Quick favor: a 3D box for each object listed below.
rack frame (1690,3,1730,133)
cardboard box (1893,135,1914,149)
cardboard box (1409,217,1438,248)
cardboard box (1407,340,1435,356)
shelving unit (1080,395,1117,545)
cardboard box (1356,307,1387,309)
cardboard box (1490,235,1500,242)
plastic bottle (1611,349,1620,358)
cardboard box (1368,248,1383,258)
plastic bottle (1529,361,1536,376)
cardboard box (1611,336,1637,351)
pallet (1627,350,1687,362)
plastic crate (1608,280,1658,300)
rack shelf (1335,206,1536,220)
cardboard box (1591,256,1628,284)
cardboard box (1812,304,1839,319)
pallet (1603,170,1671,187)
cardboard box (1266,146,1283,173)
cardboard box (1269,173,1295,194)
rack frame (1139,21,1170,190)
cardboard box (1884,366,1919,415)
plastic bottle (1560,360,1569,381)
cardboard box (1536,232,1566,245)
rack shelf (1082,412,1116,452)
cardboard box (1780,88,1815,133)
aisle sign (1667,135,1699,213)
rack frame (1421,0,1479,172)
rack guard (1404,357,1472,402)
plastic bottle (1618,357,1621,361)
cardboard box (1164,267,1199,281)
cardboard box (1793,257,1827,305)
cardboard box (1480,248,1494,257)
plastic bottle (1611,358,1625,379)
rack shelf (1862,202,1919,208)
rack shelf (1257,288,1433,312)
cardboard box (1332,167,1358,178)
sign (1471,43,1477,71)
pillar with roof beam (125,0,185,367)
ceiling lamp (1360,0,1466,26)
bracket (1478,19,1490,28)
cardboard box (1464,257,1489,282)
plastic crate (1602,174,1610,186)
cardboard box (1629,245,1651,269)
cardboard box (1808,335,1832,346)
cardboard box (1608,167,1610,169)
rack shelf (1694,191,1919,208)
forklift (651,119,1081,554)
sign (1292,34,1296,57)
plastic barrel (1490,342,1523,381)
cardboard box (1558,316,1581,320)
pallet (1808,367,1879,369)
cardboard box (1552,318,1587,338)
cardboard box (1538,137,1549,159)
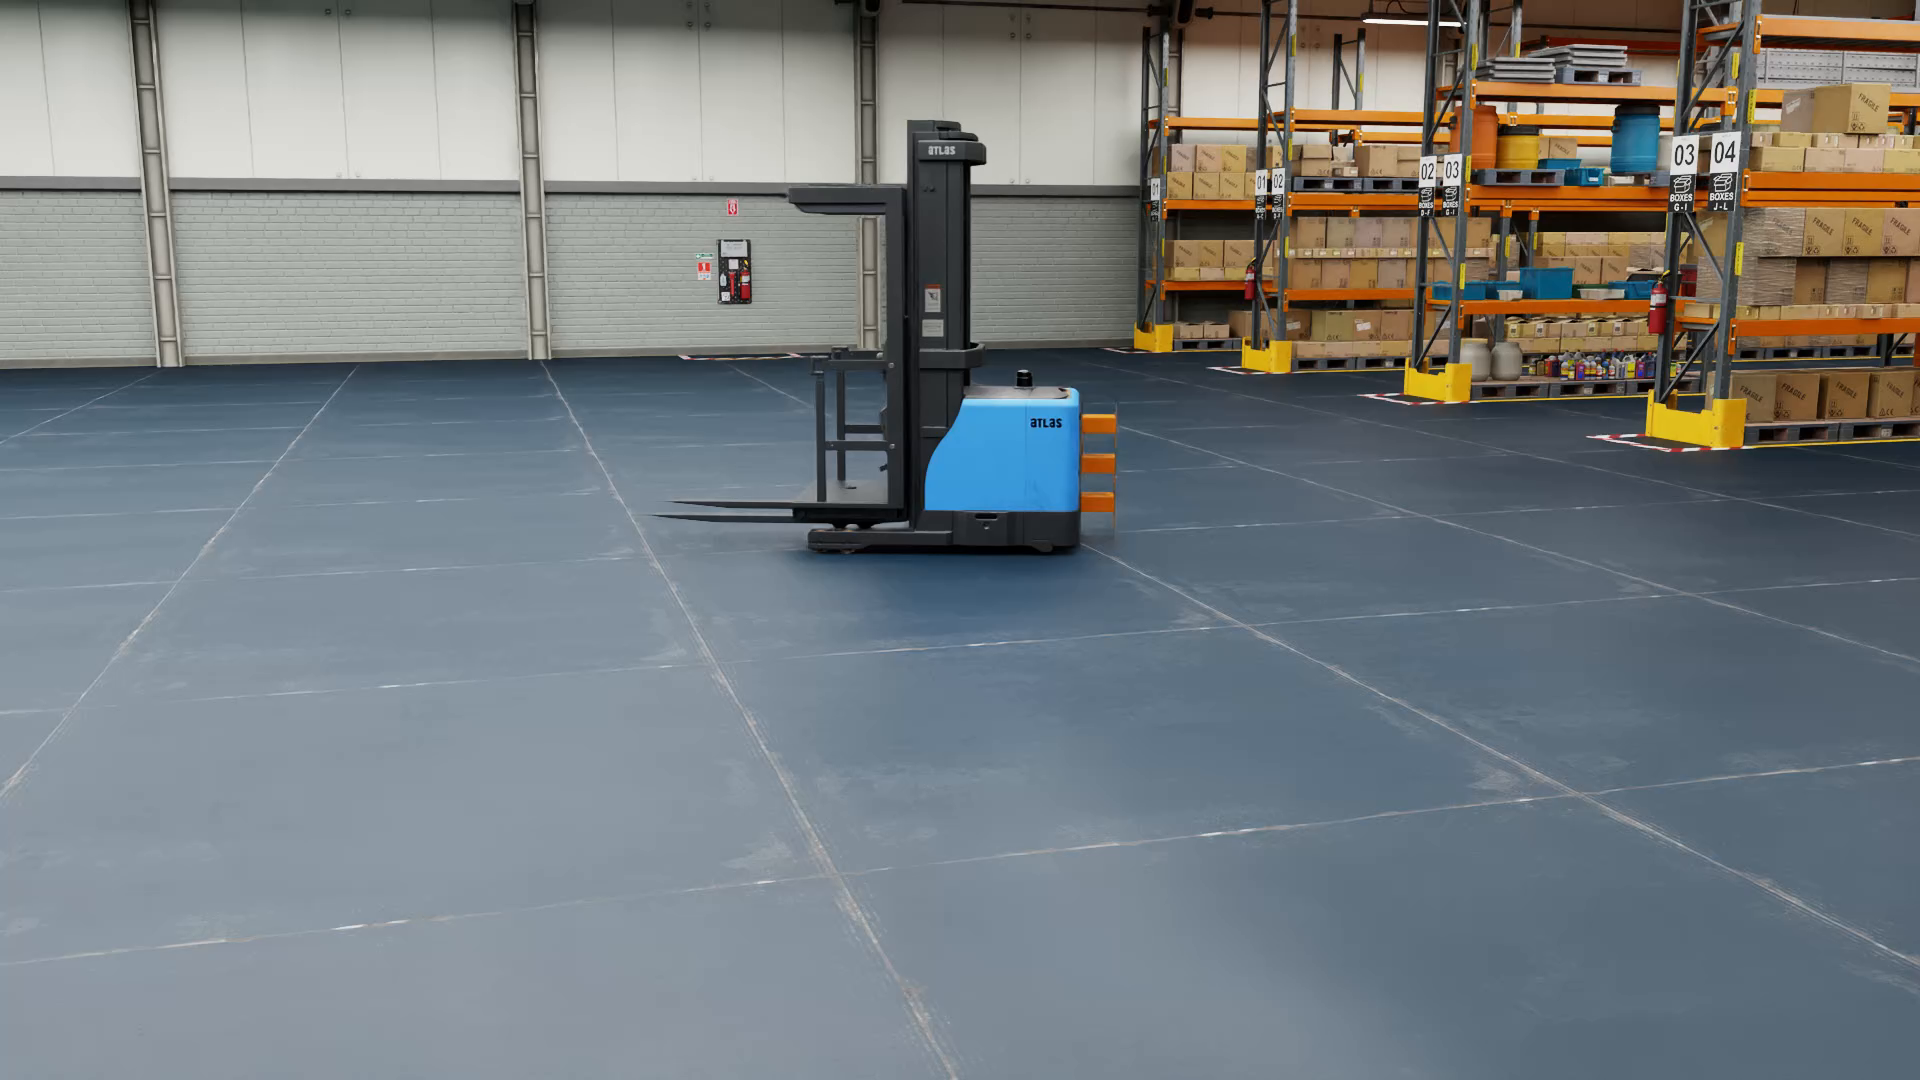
[{"bbox_3d":[12.695,-7.611,28.537,0.127,3.000,1.000,-3,11,-16],"label":"rack frame"},{"bbox_3d":[9.841,-4.201,17.611,0.250,0.149,0.380,-3,11,-18],"label":"cardboard box"},{"bbox_3d":[7.464,-5.071,27.449,0.500,0.500,0.700,-3,11,-16],"label":"cardboard box"},{"bbox_3d":[7.511,-3.200,27.578,0.500,0.250,0.500,-3,11,-16],"label":"cardboard box"},{"bbox_3d":[0.986,-0.501,11.868,0.252,1.050,0.215,1,10,4],"label":"shelving unit"},{"bbox_3d":[6.882,-3.636,27.877,0.500,0.500,0.500,-3,11,-16],"label":"cardboard box"},{"bbox_3d":[10.679,-6.065,33.423,0.250,0.149,0.380,-5,12,-25],"label":"cardboard box"},{"bbox_3d":[9.344,-2.542,23.672,0.185,0.351,0.144,-3,11,-14],"label":"plastic bottle"},{"bbox_3d":[6.686,-4.672,27.074,0.250,0.149,0.380,-3,11,-17],"label":"cardboard box"},{"bbox_3d":[8.035,-2.404,23.335,0.097,0.201,0.097,0,10,0],"label":"plastic bottle"},{"bbox_3d":[11.280,-3.395,28.635,0.500,0.250,0.500,-3,11,-15],"label":"cardboard box"},{"bbox_3d":[11.893,-3.255,29.143,1.213,0.211,1.003,-3,11,-16],"label":"pallet"},{"bbox_3d":[9.248,-3.421,22.755,0.616,0.251,0.499,-3,11,-16],"label":"plastic crate"},{"bbox_3d":[9.386,-6.542,33.000,4.000,0.370,1.077,-3,11,-16],"label":"rack shelf"},{"bbox_3d":[11.088,-4.622,28.594,0.500,0.500,0.500,-4,11,-19],"label":"cardboard box"},{"bbox_3d":[9.085,-2.430,17.657,0.250,0.149,0.380,-3,11,-16],"label":"cardboard box"},{"bbox_3d":[9.570,-4.926,22.757,1.003,0.211,1.213,-3,11,-16],"label":"pallet"},{"bbox_3d":[6.039,-7.215,31.576,0.500,0.500,0.500,-3,11,-18],"label":"cardboard box"},{"bbox_3d":[6.040,-6.727,31.687,0.500,0.500,0.500,-3,11,-18],"label":"cardboard box"},{"bbox_3d":[3.625,-8.068,31.014,0.127,3.000,1.000,-3,11,-16],"label":"rack frame"},{"bbox_3d":[10.676,-1.670,18.577,0.500,0.500,0.500,0,10,2],"label":"cardboard box"},{"bbox_3d":[8.222,-2.307,22.614,0.097,0.271,0.097,0,10,0],"label":"plastic bottle"},{"bbox_3d":[11.842,-6.076,33.540,0.500,0.250,0.500,-3,11,-15],"label":"cardboard box"},{"bbox_3d":[0.986,-0.770,11.819,0.240,0.259,0.215,1,10,4],"label":"rack shelf"},{"bbox_3d":[9.196,-4.573,17.838,0.500,0.500,0.500,-3,11,-16],"label":"cardboard box"},{"bbox_3d":[7.635,-3.861,17.556,0.004,0.787,0.394,-3,11,-16],"label":"aisle sign"},{"bbox_3d":[6.394,-6.345,21.659,0.127,3.000,1.000,-3,11,-16],"label":"rack frame"},{"bbox_3d":[6.454,-2.178,22.494,0.348,0.500,1.175,-3,11,-16],"label":"rack guard"},{"bbox_3d":[9.150,-2.386,23.007,0.133,0.283,0.061,-3,11,-16],"label":"plastic bottle"},{"bbox_3d":[4.183,-5.023,31.404,0.500,0.250,0.500,-3,11,-18],"label":"cardboard box"},{"bbox_3d":[8.761,-2.799,17.866,0.500,0.500,0.875,-3,11,-16],"label":"cardboard box"},{"bbox_3d":[8.653,-4.776,27.636,0.250,0.149,0.380,-3,11,-16],"label":"cardboard box"},{"bbox_3d":[9.046,-2.358,22.877,0.135,0.276,0.152,-3,11,-15],"label":"plastic bottle"},{"bbox_3d":[18.456,-6.086,30.523,4.000,0.370,1.077,-3,11,-16],"label":"rack shelf"},{"bbox_3d":[6.934,-4.004,27.496,4.000,0.370,1.077,-3,11,-16],"label":"rack shelf"},{"bbox_3d":[6.192,-5.912,26.738,0.250,0.149,0.380,-3,11,-16],"label":"cardboard box"},{"bbox_3d":[6.544,-6.147,21.158,0.005,0.325,0.100,-3,11,-16],"label":"sign"},{"bbox_3d":[-12.024,-6.594,23.011,0.400,9.000,9.100,-3,11,-16],"label":"pillar with roof beam"},{"bbox_3d":[8.121,-10.646,28.899,2.000,3.185,0.800,-3,11,-16],"label":"ceiling lamp"},{"bbox_3d":[10.314,-10.286,33.126,0.430,0.232,0.235,-3,11,-16],"label":"bracket"},{"bbox_3d":[8.430,-4.484,27.843,0.500,0.500,0.700,-3,11,-17],"label":"cardboard box"},{"bbox_3d":[8.644,-4.936,22.873,0.450,0.188,0.336,-3,11,-16],"label":"plastic crate"},{"bbox_3d":[13.803,-5.811,34.174,0.500,0.500,0.500,-3,11,-16],"label":"cardboard box"},{"bbox_3d":[15.183,-3.727,29.694,0.500,0.500,0.500,-3,11,-15],"label":"cardboard box"},{"bbox_3d":[13.256,-7.386,34.106,0.500,0.500,0.700,-3,11,-16],"label":"cardboard box"},{"bbox_3d":[12.155,-4.820,23.645,4.000,0.370,1.077,-3,11,-16],"label":"rack shelf"},{"bbox_3d":[-0.657,-1.441,11.777,3.031,2.935,1.130,1,10,4],"label":"forklift"},{"bbox_3d":[5.163,-7.647,25.713,0.005,0.325,0.100,-3,11,-16],"label":"sign"},{"bbox_3d":[7.486,-2.450,22.781,0.421,0.512,0.421,0,10,0],"label":"plastic barrel"},{"bbox_3d":[10.624,-3.736,28.941,0.500,0.311,0.500,-3,11,-17],"label":"cardboard box"},{"bbox_3d":[13.321,-2.396,24.478,1.213,0.211,1.003,-3,11,-16],"label":"pallet"},{"bbox_3d":[10.299,-3.617,28.295,0.500,0.311,0.500,-3,11,-18],"label":"cardboard box"},{"bbox_3d":[9.457,-6.460,27.749,0.500,0.500,0.500,-3,11,-15],"label":"cardboard box"}]
